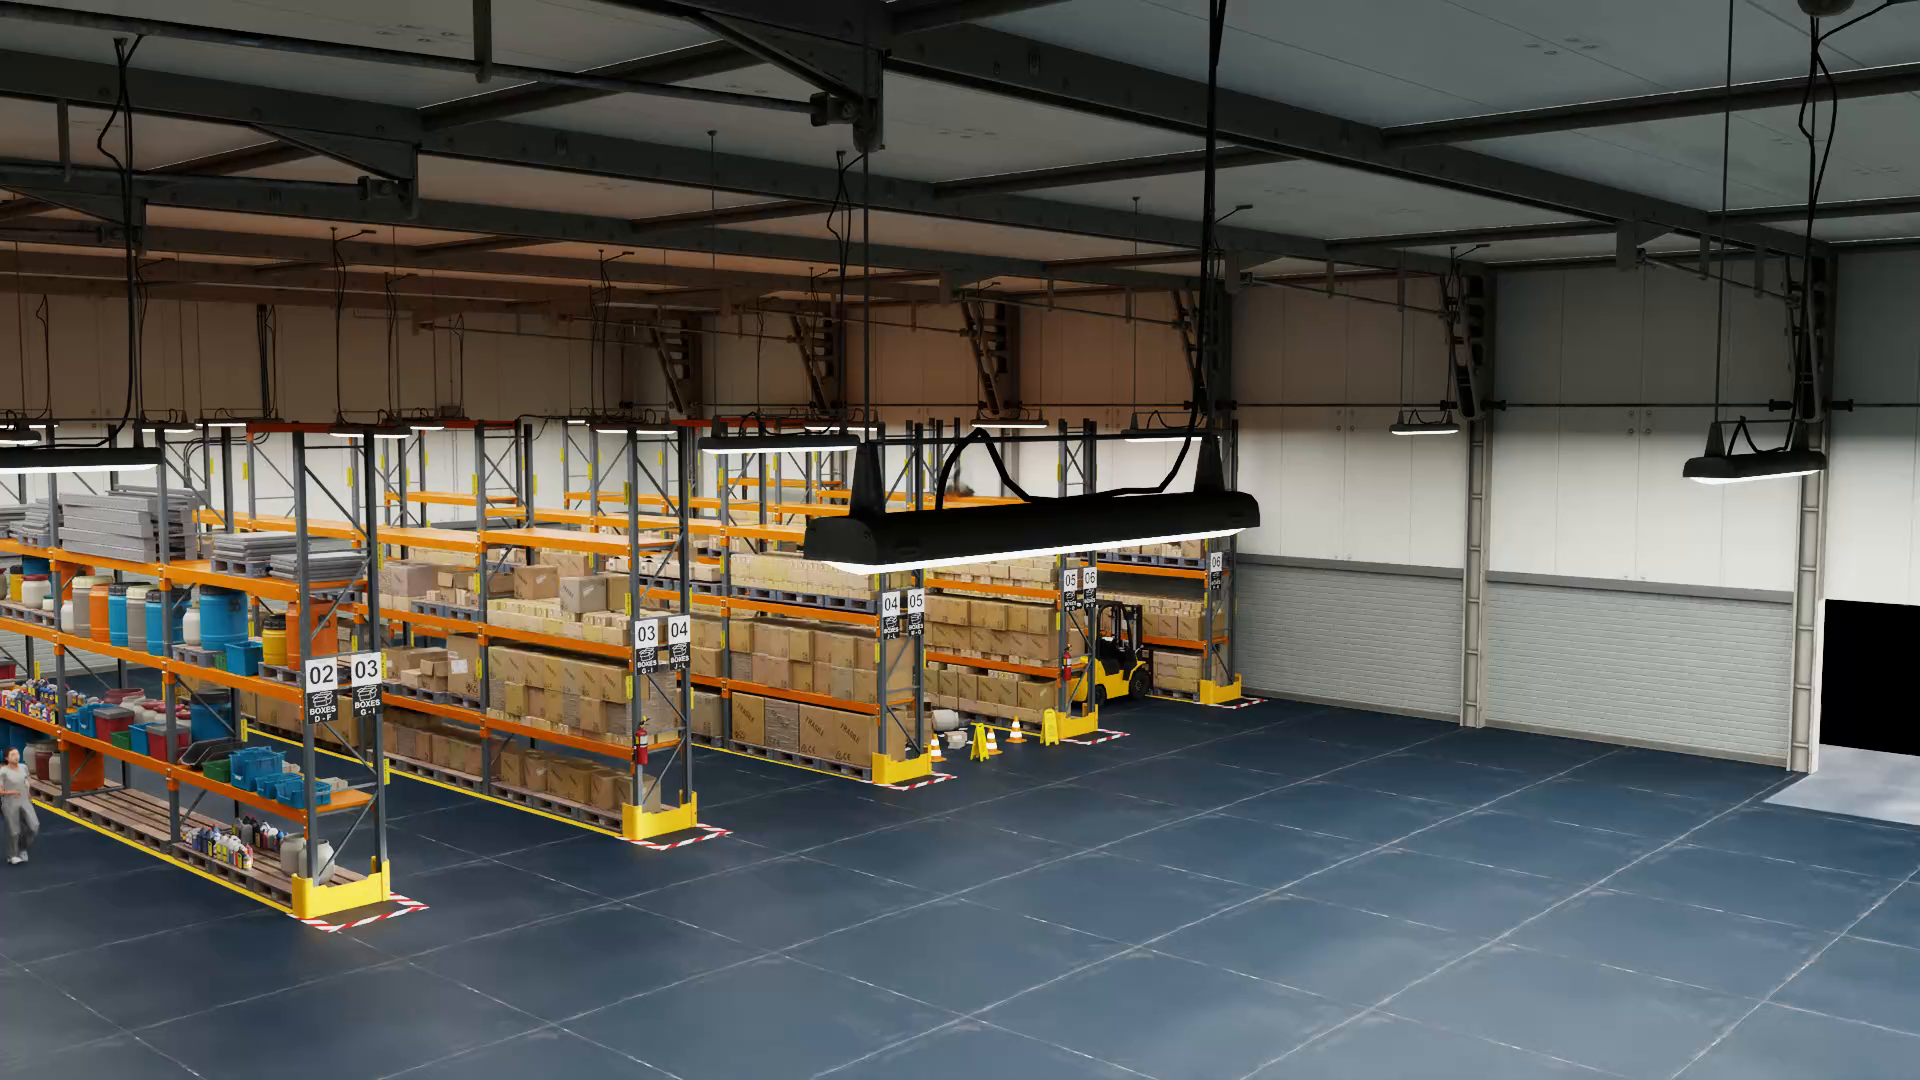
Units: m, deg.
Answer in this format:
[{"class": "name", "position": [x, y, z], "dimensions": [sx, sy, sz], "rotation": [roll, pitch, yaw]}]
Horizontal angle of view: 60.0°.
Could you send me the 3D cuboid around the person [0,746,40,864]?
[{"class": "person", "position": [-12.905, 3.684, 22.802], "dimensions": [0.605, 1.535, 0.544], "rotation": [3, 6, 33]}]
